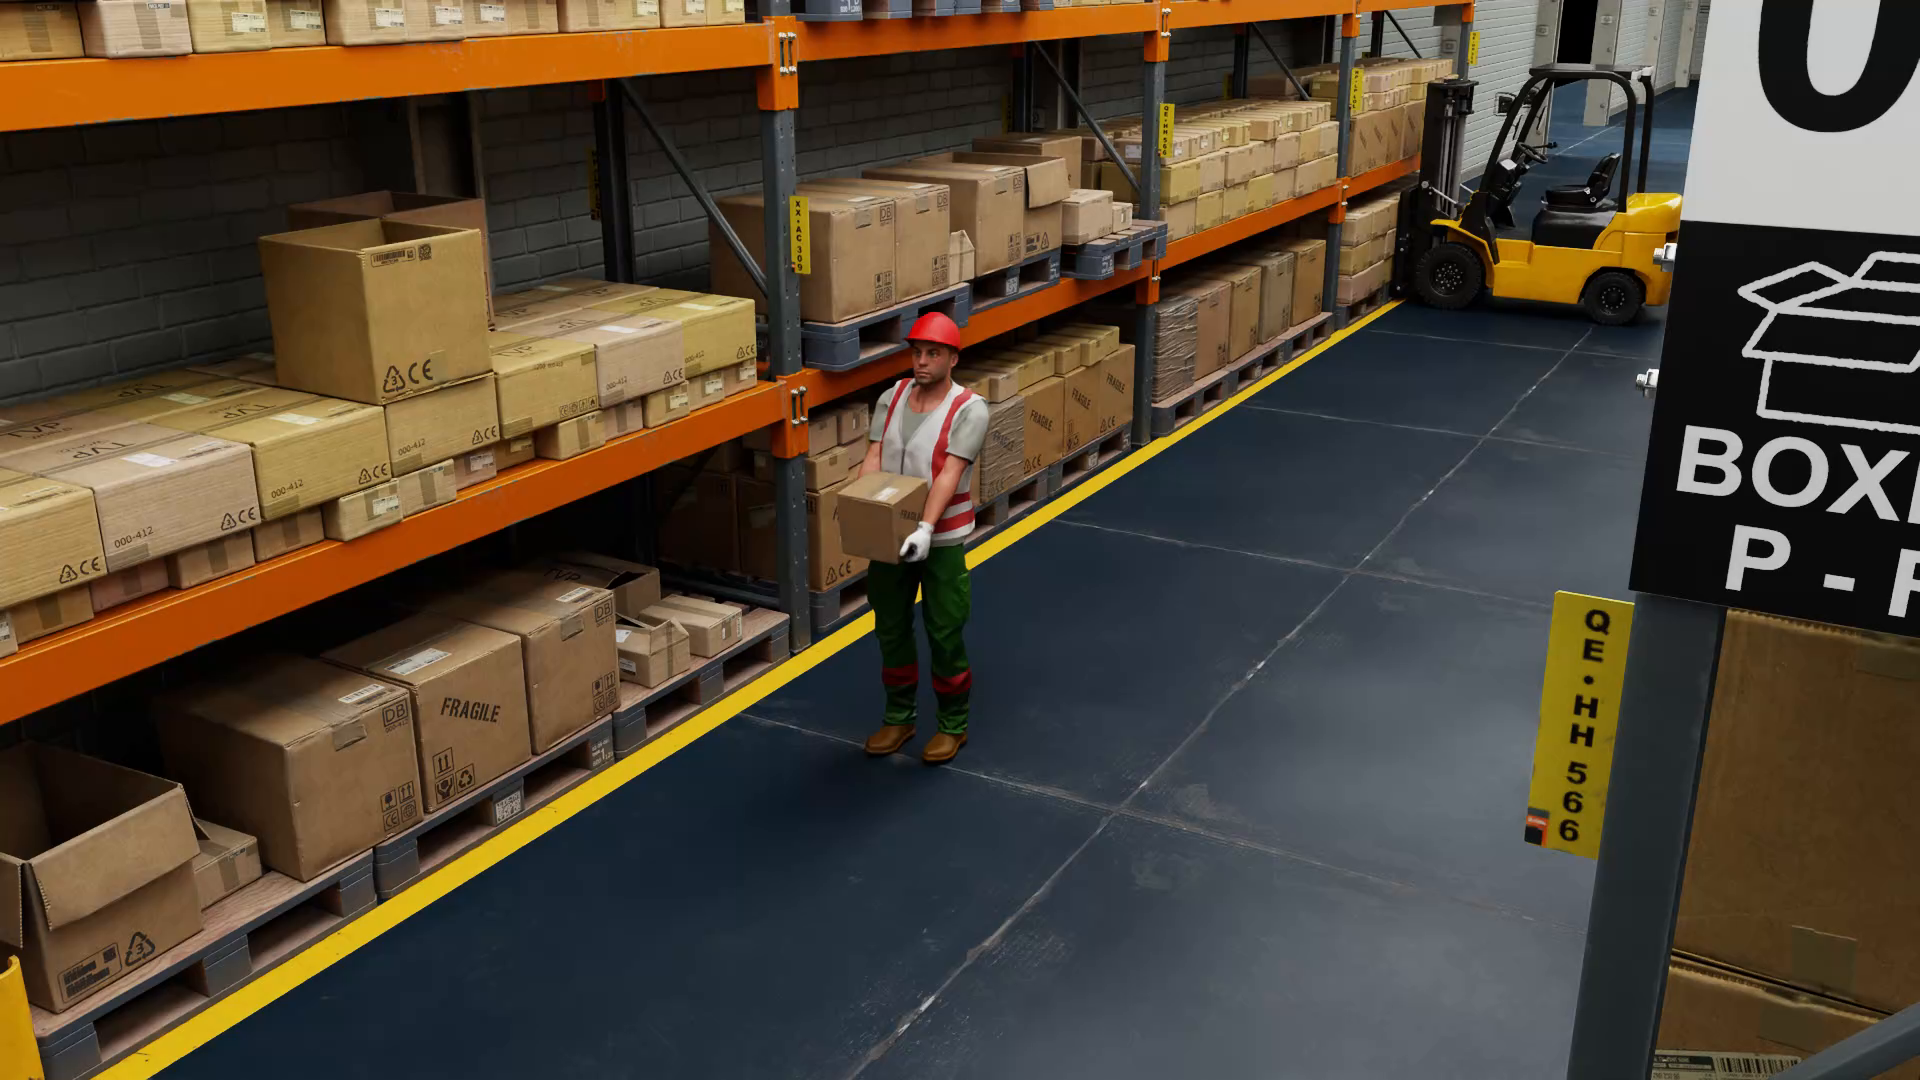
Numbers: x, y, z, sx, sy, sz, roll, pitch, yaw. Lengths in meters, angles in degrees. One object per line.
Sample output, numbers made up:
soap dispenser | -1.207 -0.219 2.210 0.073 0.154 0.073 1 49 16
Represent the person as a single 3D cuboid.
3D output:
person | -0.182 0.020 6.481 0.494 1.783 0.559 11 22 29
